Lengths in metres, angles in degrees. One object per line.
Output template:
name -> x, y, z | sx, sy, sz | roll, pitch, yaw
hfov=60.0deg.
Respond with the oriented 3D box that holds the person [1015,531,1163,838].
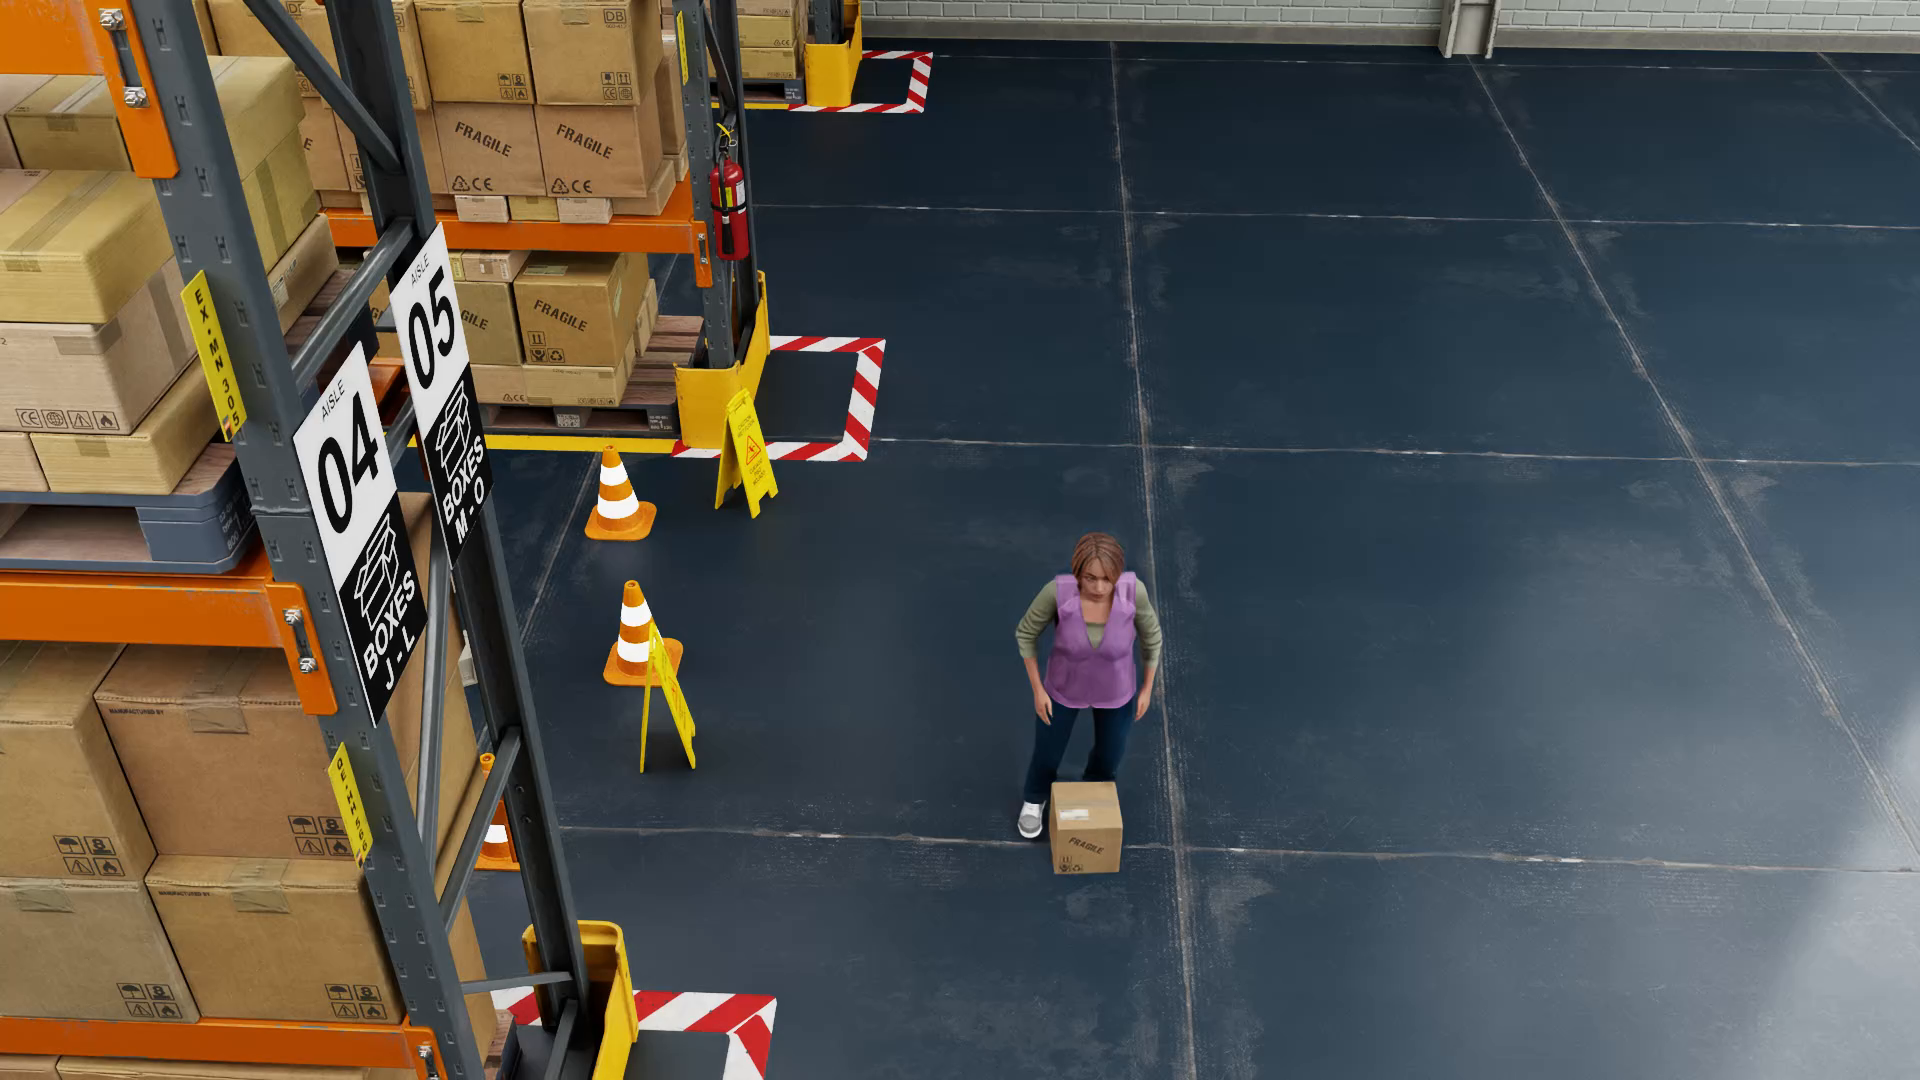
person -> 0.482, 0.559, 6.374 | 0.553, 1.567, 0.450 | 1, 36, 1
